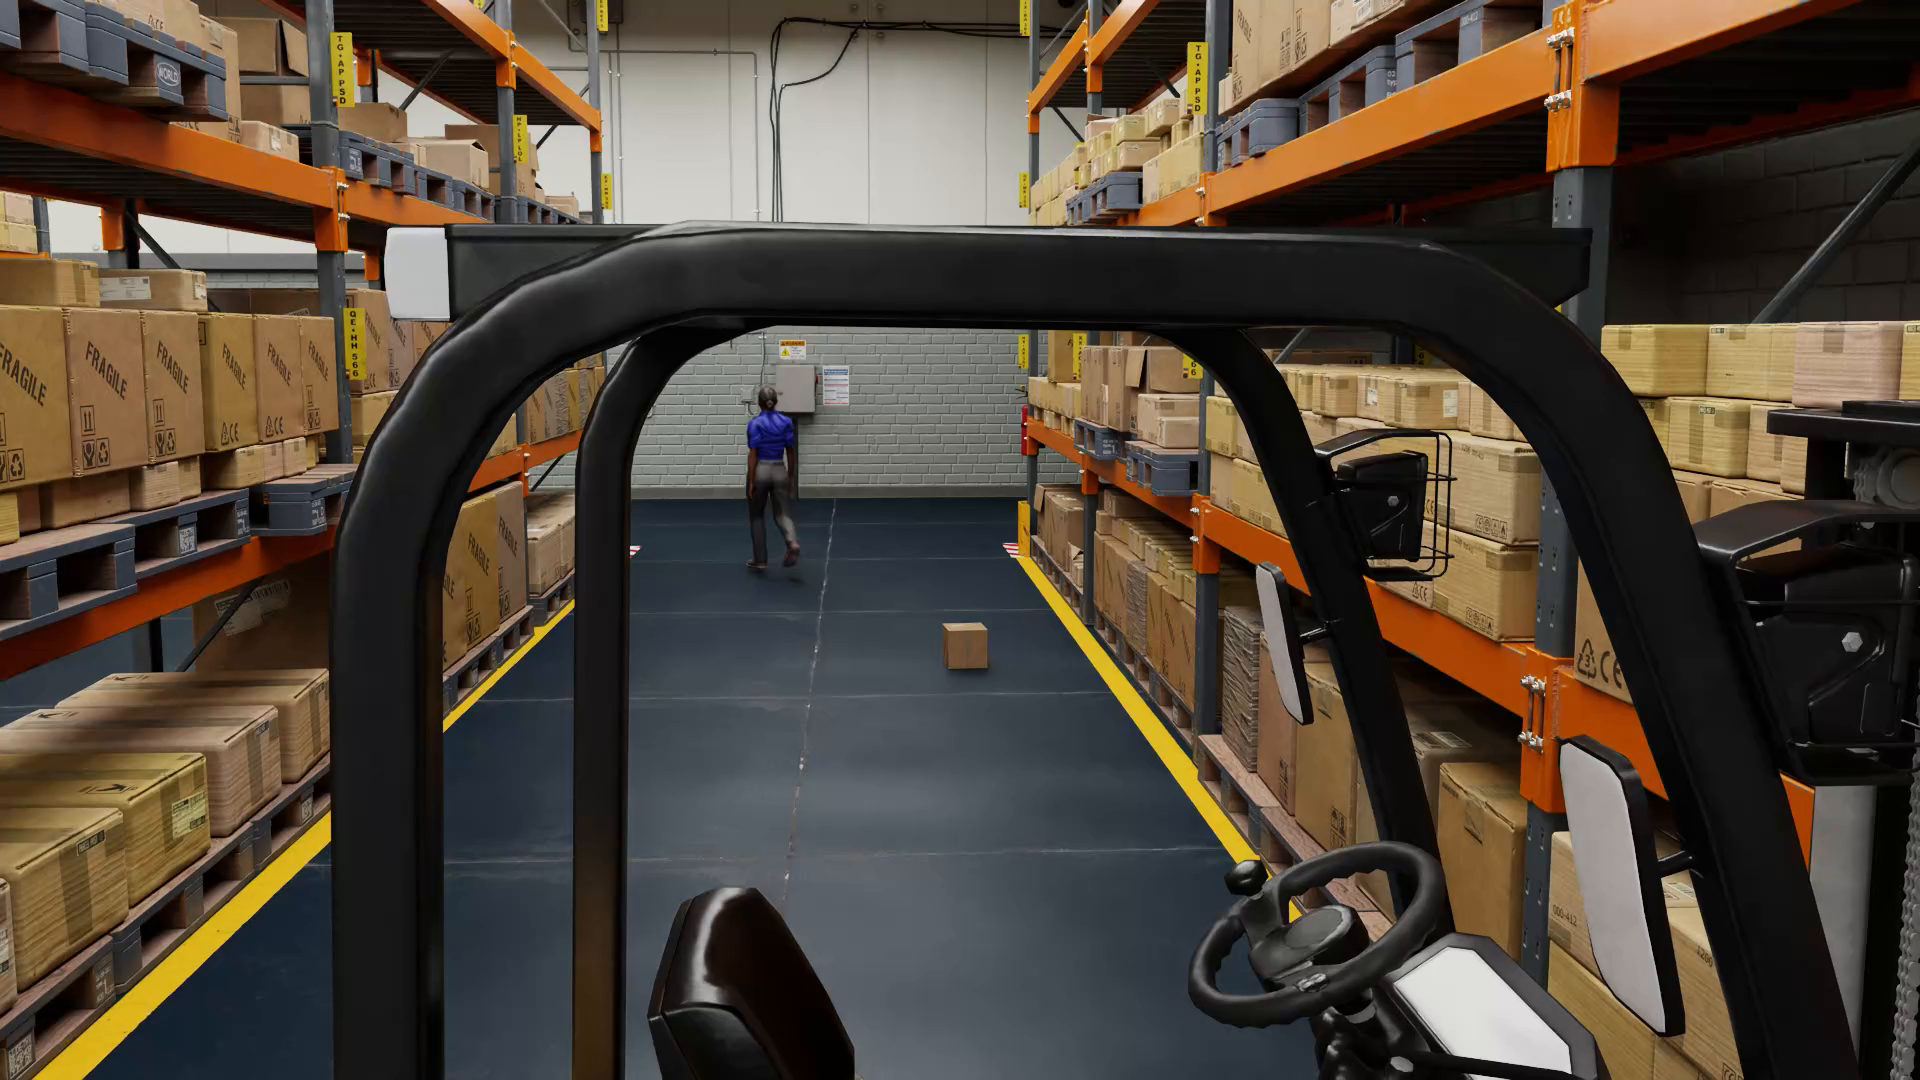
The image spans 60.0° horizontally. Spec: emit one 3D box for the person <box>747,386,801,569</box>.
[{"bbox_3d":[-1.648,-0.534,14.560,0.454,1.624,0.799,-3,8,-26],"label":"person"}]
